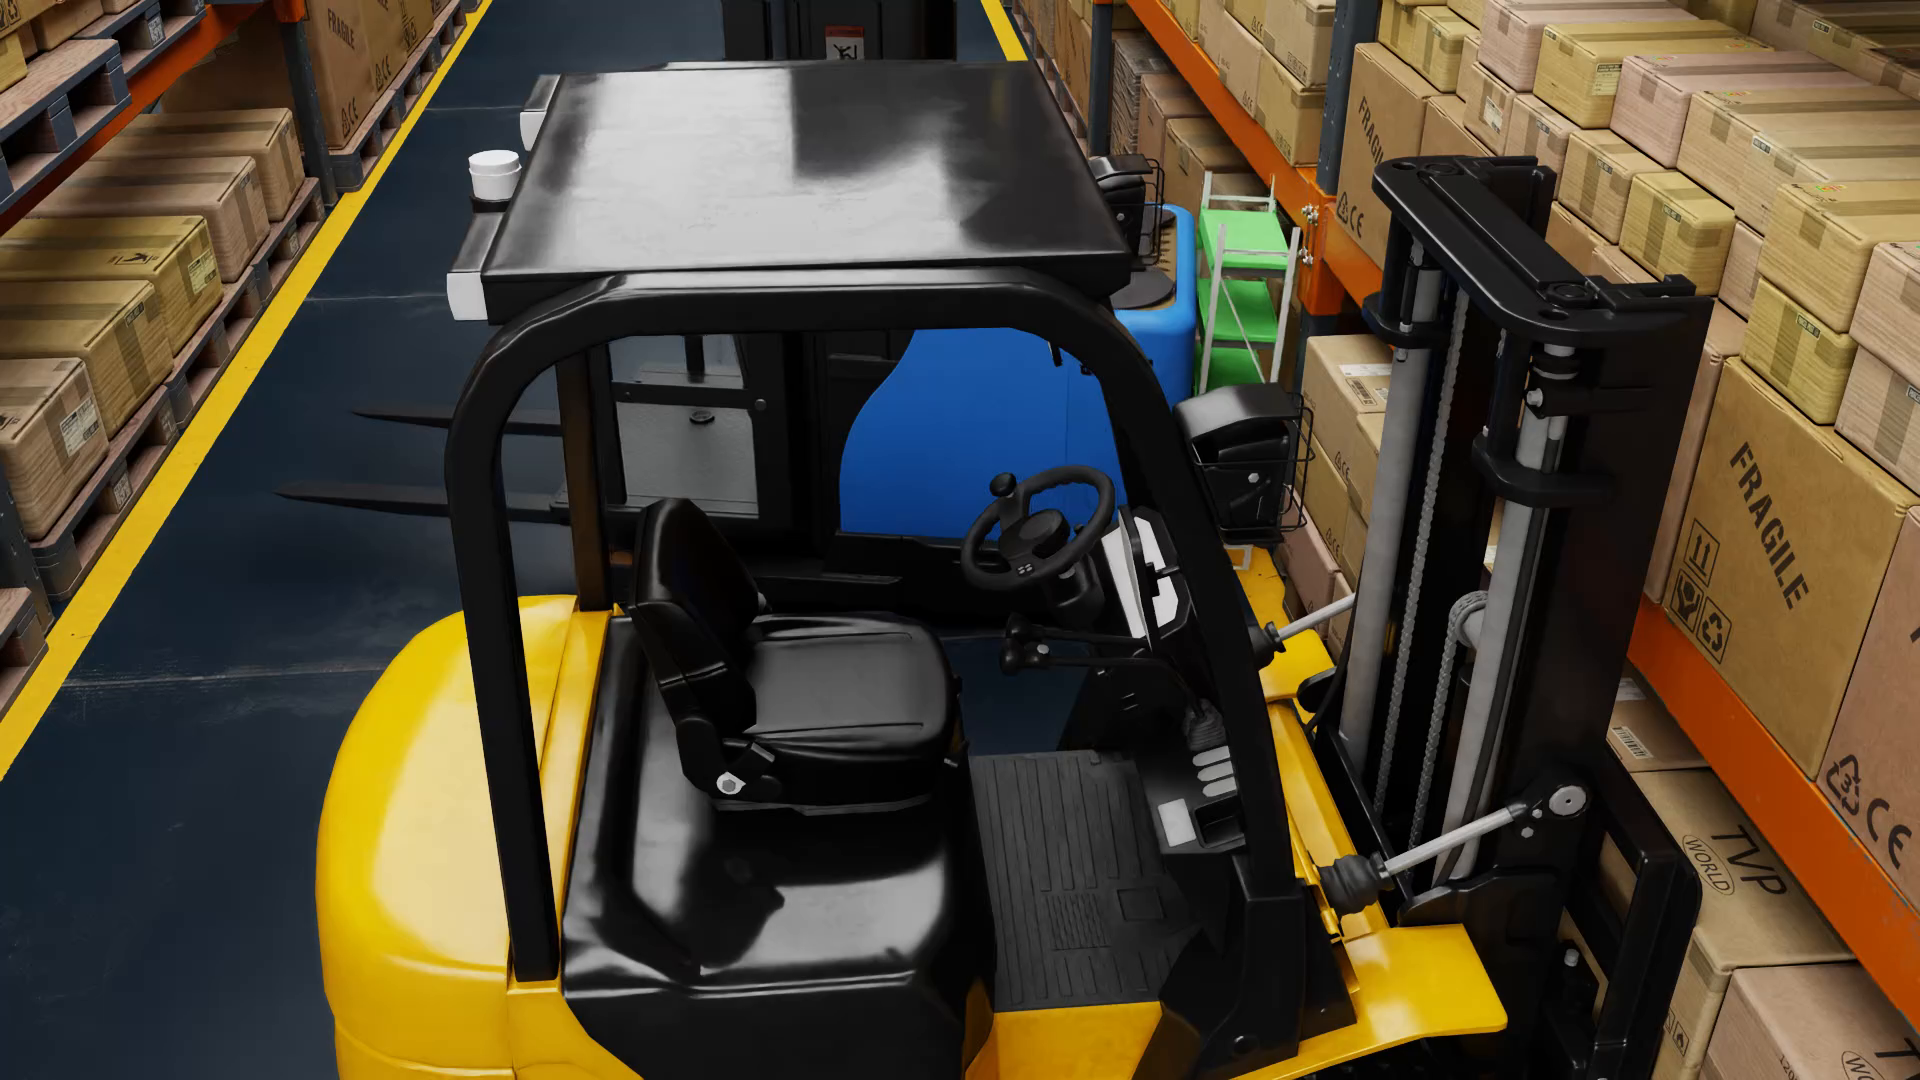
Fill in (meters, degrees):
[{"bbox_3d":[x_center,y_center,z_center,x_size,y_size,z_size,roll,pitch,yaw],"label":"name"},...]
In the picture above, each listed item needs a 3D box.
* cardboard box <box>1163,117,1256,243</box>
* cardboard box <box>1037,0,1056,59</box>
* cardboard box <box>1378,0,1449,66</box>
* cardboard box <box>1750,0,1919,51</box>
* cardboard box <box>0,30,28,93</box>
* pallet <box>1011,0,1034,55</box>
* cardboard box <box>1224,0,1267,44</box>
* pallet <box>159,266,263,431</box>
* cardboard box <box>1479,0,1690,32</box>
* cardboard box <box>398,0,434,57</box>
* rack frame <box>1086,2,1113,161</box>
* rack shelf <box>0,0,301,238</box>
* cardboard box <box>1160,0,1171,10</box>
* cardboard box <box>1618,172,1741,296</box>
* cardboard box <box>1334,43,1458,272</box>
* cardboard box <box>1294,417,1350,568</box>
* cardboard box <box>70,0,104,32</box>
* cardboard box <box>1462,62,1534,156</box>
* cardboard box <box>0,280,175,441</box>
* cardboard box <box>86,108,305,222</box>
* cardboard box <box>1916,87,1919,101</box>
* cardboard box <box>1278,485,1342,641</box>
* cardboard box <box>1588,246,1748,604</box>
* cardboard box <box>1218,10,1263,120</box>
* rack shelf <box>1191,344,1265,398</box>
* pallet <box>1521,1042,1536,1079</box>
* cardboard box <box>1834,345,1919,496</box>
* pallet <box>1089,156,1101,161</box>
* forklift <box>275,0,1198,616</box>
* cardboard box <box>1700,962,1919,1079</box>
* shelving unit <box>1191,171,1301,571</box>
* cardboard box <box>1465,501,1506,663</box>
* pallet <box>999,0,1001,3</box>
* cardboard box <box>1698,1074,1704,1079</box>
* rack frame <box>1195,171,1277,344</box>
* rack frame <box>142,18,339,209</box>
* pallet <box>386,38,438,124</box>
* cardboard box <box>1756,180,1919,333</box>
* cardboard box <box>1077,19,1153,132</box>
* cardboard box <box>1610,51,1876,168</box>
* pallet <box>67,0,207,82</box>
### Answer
[{"bbox_3d":[1.364,-1.418,7.106,0.875,0.625,0.625,-4,31,-7],"label":"cardboard box"},{"bbox_3d":[0.779,-3.354,10.468,0.500,0.500,0.500,-4,31,-6],"label":"cardboard box"},{"bbox_3d":[1.329,-1.358,4.368,0.380,0.149,0.250,-3,31,-5],"label":"cardboard box"},{"bbox_3d":[1.998,-1.123,3.684,0.380,0.149,0.250,-3,31,-6],"label":"cardboard box"},{"bbox_3d":[-3.132,-1.469,5.120,0.380,0.149,0.250,-2,31,-4],"label":"cardboard box"},{"bbox_3d":[0.927,-3.685,11.714,1.003,0.211,1.213,-3,31,-5],"label":"pallet"},{"bbox_3d":[1.206,-1.862,5.602,0.500,0.250,0.500,-4,31,-6],"label":"cardboard box"},{"bbox_3d":[-3.572,-0.796,6.877,1.003,0.211,1.213,-3,31,-5],"label":"pallet"},{"bbox_3d":[1.443,-1.225,3.855,0.380,0.149,0.250,-3,31,-6],"label":"cardboard box"},{"bbox_3d":[-3.898,-3.551,10.432,0.875,0.875,0.875,-2,31,-3],"label":"cardboard box"},{"bbox_3d":[1.187,-3.254,8.272,1.000,3.000,0.127,-3,31,-5],"label":"rack frame"},{"bbox_3d":[-3.567,-1.684,6.346,1.077,0.370,4.000,-3,31,-5],"label":"rack shelf"},{"bbox_3d":[1.083,-2.431,7.042,0.500,0.250,0.500,-4,31,-6],"label":"cardboard box"},{"bbox_3d":[1.454,-0.567,3.044,0.380,0.149,0.250,-3,31,-6],"label":"cardboard box"},{"bbox_3d":[1.343,-1.015,4.427,0.500,0.500,0.500,-4,31,-6],"label":"cardboard box"},{"bbox_3d":[1.299,-0.164,4.884,0.500,0.250,0.500,-3,31,-5],"label":"cardboard box"},{"bbox_3d":[-3.238,-1.870,5.791,0.380,0.149,0.250,-3,31,-4],"label":"cardboard box"},{"bbox_3d":[1.356,-0.964,3.709,0.380,0.149,0.250,-2,31,-3],"label":"cardboard box"},{"bbox_3d":[-3.502,-0.658,6.080,0.950,0.372,0.625,-1,31,-1],"label":"cardboard box"},{"bbox_3d":[-3.711,-1.777,7.953,0.950,0.372,0.625,-5,31,-8],"label":"cardboard box"},{"bbox_3d":[1.972,-0.726,3.020,0.380,0.149,0.250,-2,31,-3],"label":"cardboard box"},{"bbox_3d":[1.277,0.052,5.010,0.500,0.250,0.500,-2,31,-4],"label":"cardboard box"},{"bbox_3d":[1.482,-0.234,3.119,0.500,0.500,0.500,-3,31,-4],"label":"cardboard box"},{"bbox_3d":[1.201,-1.648,5.731,0.500,0.250,0.500,-3,31,-5],"label":"cardboard box"},{"bbox_3d":[0.880,-0.492,5.515,0.258,0.148,0.480,3,31,1],"label":"rack shelf"},{"bbox_3d":[1.711,1.018,3.840,1.003,0.211,1.213,-3,31,-5],"label":"pallet"},{"bbox_3d":[1.523,-0.180,2.396,0.380,0.149,0.250,-4,31,-6],"label":"cardboard box"},{"bbox_3d":[1.226,-1.634,8.280,1.003,0.211,1.213,-3,31,-5],"label":"pallet"},{"bbox_3d":[-0.762,-1.304,5.076,3.031,2.935,1.130,3,31,6],"label":"forklift"},{"bbox_3d":[1.528,0.921,2.580,0.500,0.250,0.500,-2,31,-4],"label":"cardboard box"},{"bbox_3d":[0.882,-0.547,5.482,0.258,1.200,0.503,3,31,1],"label":"shelving unit"},{"bbox_3d":[1.390,0.136,3.893,0.500,0.250,0.500,-2,31,-3],"label":"cardboard box"},{"bbox_3d":[0.751,-4.449,12.993,1.003,0.211,1.213,-3,31,-5],"label":"pallet"},{"bbox_3d":[1.542,1.126,2.724,0.500,0.250,0.500,-3,31,-5],"label":"cardboard box"},{"bbox_3d":[0.892,-0.671,5.692,0.240,1.200,0.015,3,31,1],"label":"rack frame"},{"bbox_3d":[-3.754,-3.014,7.871,1.000,3.000,0.127,-3,31,-5],"label":"rack frame"},{"bbox_3d":[-3.864,-2.844,10.306,1.003,0.211,1.213,-3,31,-5],"label":"pallet"},{"bbox_3d":[1.473,-0.438,2.538,0.380,0.149,0.250,-2,31,-4],"label":"cardboard box"},{"bbox_3d":[0.934,-2.566,9.150,0.500,0.500,0.500,-2,31,-3],"label":"cardboard box"},{"bbox_3d":[1.495,-0.830,3.194,0.380,0.149,0.250,-3,31,-5],"label":"cardboard box"},{"bbox_3d":[-3.528,-1.923,6.231,1.003,0.211,1.213,-3,31,-5],"label":"pallet"}]
